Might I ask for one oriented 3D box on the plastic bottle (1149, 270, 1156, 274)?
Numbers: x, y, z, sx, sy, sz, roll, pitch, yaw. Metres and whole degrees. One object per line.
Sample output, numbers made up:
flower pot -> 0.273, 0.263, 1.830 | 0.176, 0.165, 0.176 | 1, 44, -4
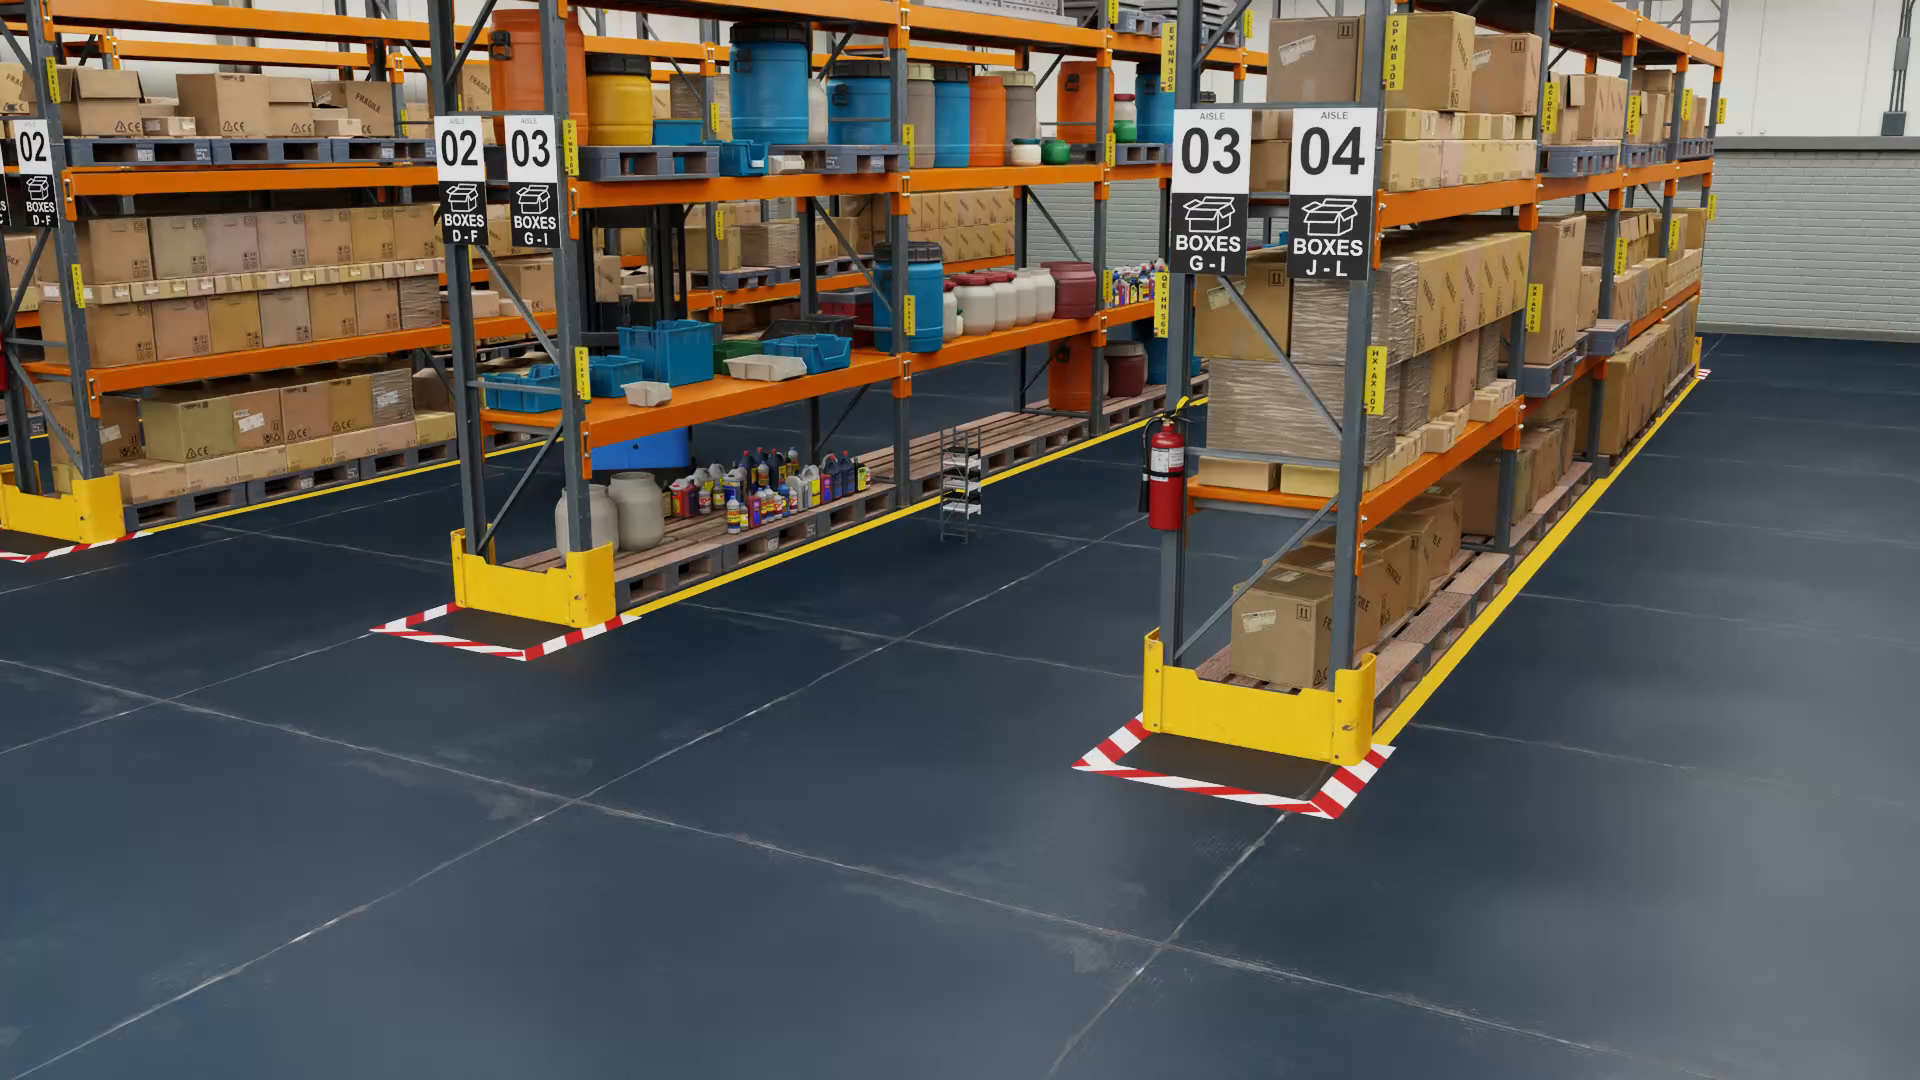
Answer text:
plastic bottle -> 2.358, -3.194, 20.308 | 0.097, 0.201, 0.097 | 0, 14, 0

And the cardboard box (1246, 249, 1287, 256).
cardboard box -> 1.795, -1.328, 9.162 | 0.500, 0.500, 0.500 | 7, 15, 28

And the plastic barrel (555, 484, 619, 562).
plastic barrel -> -2.576, -0.105, 11.480 | 0.421, 0.512, 0.421 | 0, 14, 0

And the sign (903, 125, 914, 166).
sign -> -0.417, -3.185, 13.425 | 0.100, 0.325, 0.005 | 7, 15, 28

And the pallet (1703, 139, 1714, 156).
pallet -> 8.894, -4.949, 20.952 | 1.003, 0.211, 1.213 | 7, 15, 28

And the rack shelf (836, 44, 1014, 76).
rack shelf -> -0.393, -6.966, 24.268 | 1.077, 0.370, 4.000 | 7, 15, 28

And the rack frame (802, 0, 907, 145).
rack frame -> -0.893, -4.703, 13.342 | 1.000, 3.000, 0.127 | 7, 15, 28

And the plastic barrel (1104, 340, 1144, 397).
plastic barrel -> 1.808, -1.973, 19.068 | 0.600, 0.588, 0.708 | 7, 15, 28

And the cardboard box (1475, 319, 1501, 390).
cardboard box -> 3.171, -1.334, 11.317 | 0.875, 0.500, 0.500 | 7, 15, 28

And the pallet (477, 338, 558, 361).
pallet -> -6.594, -2.777, 24.102 | 1.003, 0.211, 1.213 | 7, 15, 28

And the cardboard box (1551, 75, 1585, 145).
cardboard box -> 4.211, -3.217, 12.460 | 0.797, 0.503, 0.637 | 8, 16, 30

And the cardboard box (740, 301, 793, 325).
cardboard box -> -2.533, -2.974, 21.763 | 0.500, 0.250, 0.500 | 7, 15, 27

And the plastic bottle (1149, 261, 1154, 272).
plastic bottle -> 2.359, -3.317, 20.642 | 0.061, 0.283, 0.133 | 7, 15, 28

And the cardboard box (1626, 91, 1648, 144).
cardboard box -> 6.345, -4.180, 16.457 | 0.797, 0.503, 0.637 | 7, 15, 27

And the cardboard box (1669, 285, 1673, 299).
cardboard box -> 7.871, -2.822, 18.874 | 0.380, 0.149, 0.250 | 7, 15, 26

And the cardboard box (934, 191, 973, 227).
cardboard box -> -0.139, -4.907, 24.641 | 0.500, 0.500, 0.500 | 8, 16, 30

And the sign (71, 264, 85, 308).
sign -> -6.678, -1.923, 12.596 | 0.100, 0.325, 0.005 | 7, 15, 28

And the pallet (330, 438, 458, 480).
pallet -> -5.649, -0.835, 16.046 | 1.003, 0.211, 1.213 | 7, 15, 28

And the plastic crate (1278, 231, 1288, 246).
plastic crate -> 4.910, -4.205, 23.873 | 0.616, 0.435, 0.499 | 7, 15, 28

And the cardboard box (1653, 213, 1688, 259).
cardboard box -> 8.258, -3.580, 19.568 | 0.500, 0.500, 0.500 | 7, 15, 26

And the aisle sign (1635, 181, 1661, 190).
aisle sign -> 9.016, -5.000, 21.827 | 0.394, 0.787, 0.004 | 7, 15, 28

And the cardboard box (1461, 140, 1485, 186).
cardboard box -> 2.702, -2.175, 9.575 | 0.500, 0.250, 0.500 | 8, 16, 30

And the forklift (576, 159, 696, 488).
forklift -> -3.071, -2.080, 15.406 | 1.130, 2.935, 3.031 | -2, 14, -9

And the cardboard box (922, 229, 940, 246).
cardboard box -> -0.630, -4.218, 23.916 | 0.500, 0.500, 0.500 | 8, 16, 29

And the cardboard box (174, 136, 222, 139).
cardboard box -> -8.934, -4.758, 19.263 | 0.500, 0.311, 0.500 | 8, 16, 30

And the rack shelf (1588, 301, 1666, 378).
rack shelf -> 6.343, -2.107, 16.908 | 1.077, 0.370, 4.000 | 7, 15, 28

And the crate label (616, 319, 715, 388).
crate label -> -2.174, -1.392, 12.330 | 0.502, 0.435, 0.616 | 7, 15, 28

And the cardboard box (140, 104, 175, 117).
cardboard box -> -6.835, -3.452, 13.677 | 0.500, 0.250, 0.500 | 7, 15, 28

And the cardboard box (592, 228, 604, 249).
cardboard box -> -5.701, -4.630, 24.949 | 0.500, 0.500, 0.500 | 7, 15, 27

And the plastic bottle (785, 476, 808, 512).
plastic bottle -> -1.283, -0.373, 13.055 | 0.152, 0.276, 0.135 | 8, 16, 29

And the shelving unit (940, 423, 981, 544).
shelving unit -> 0.004, -0.439, 12.935 | 0.258, 0.900, 0.210 | 7, 15, 28

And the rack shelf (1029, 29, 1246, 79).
rack shelf -> 2.007, -5.390, 18.579 | 1.077, 0.370, 4.000 | 7, 15, 28

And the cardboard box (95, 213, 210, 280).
cardboard box -> -6.649, -2.421, 13.695 | 0.700, 0.500, 0.500 | 7, 15, 27

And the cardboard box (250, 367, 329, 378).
cardboard box -> -6.209, -1.316, 15.463 | 0.500, 0.500, 0.500 | 7, 15, 28

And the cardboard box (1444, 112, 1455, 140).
cardboard box -> 2.503, -2.277, 9.149 | 0.380, 0.149, 0.250 | 7, 15, 26

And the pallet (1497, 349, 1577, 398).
pallet -> 3.939, -1.273, 12.322 | 1.003, 0.211, 1.213 | 7, 15, 28

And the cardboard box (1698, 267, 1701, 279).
cardboard box -> 9.360, -3.455, 21.501 | 0.380, 0.149, 0.250 | 8, 16, 29

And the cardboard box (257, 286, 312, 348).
cardboard box -> -6.178, -1.989, 14.671 | 0.700, 0.500, 0.500 | 8, 16, 30

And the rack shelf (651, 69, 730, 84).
rack shelf -> -4.731, -7.333, 26.639 | 1.077, 0.370, 4.000 | 7, 15, 28

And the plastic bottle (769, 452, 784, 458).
plastic bottle -> -1.563, -0.592, 13.960 | 0.152, 0.276, 0.135 | 8, 16, 30

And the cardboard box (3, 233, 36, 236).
cardboard box -> -10.229, -3.032, 17.888 | 0.500, 0.500, 0.500 | 7, 15, 28

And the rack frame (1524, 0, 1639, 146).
rack frame -> 5.376, -4.963, 14.418 | 1.000, 3.000, 0.127 | 7, 15, 28

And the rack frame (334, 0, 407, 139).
rack frame -> -7.632, -6.646, 21.402 | 1.000, 3.000, 0.127 | 7, 15, 28

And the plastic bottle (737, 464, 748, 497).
plastic bottle -> -1.776, -0.483, 13.518 | 0.097, 0.271, 0.097 | 0, 14, 0

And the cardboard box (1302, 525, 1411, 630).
cardboard box -> 2.404, 0.227, 10.129 | 0.500, 0.500, 0.500 | 9, 16, 33

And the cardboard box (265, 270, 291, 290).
cardboard box -> -6.039, -2.264, 14.425 | 0.380, 0.149, 0.250 | 8, 15, 29

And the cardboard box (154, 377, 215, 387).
cardboard box -> -9.224, -2.061, 19.577 | 0.700, 0.500, 0.500 | 8, 16, 30

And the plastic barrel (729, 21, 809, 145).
plastic barrel -> -1.468, -3.501, 12.789 | 0.600, 0.901, 0.708 | 7, 15, 28

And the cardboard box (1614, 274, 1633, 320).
cardboard box -> 6.097, -2.270, 15.836 | 0.500, 0.500, 0.500 | 7, 15, 27

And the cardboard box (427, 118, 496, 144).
cardboard box -> -4.921, -4.064, 16.513 | 0.500, 0.250, 0.500 | 9, 16, 34

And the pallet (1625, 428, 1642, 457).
pallet -> 6.414, -1.093, 17.118 | 1.003, 0.211, 1.213 | 7, 15, 28

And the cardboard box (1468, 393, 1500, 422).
cardboard box -> 3.270, -0.868, 10.768 | 0.380, 0.149, 0.250 | 7, 15, 28

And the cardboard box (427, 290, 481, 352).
cardboard box -> -7.162, -3.025, 22.872 | 0.750, 0.750, 0.750 | 7, 15, 27

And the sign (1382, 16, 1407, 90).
sign -> 1.984, -2.227, 7.605 | 0.100, 0.325, 0.005 | 7, 15, 28

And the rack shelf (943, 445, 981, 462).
rack shelf -> 0.004, -0.669, 12.880 | 0.258, 0.077, 0.200 | 7, 15, 28

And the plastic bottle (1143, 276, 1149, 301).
plastic bottle -> 2.059, -2.807, 18.553 | 0.097, 0.271, 0.097 | 0, 14, 0
